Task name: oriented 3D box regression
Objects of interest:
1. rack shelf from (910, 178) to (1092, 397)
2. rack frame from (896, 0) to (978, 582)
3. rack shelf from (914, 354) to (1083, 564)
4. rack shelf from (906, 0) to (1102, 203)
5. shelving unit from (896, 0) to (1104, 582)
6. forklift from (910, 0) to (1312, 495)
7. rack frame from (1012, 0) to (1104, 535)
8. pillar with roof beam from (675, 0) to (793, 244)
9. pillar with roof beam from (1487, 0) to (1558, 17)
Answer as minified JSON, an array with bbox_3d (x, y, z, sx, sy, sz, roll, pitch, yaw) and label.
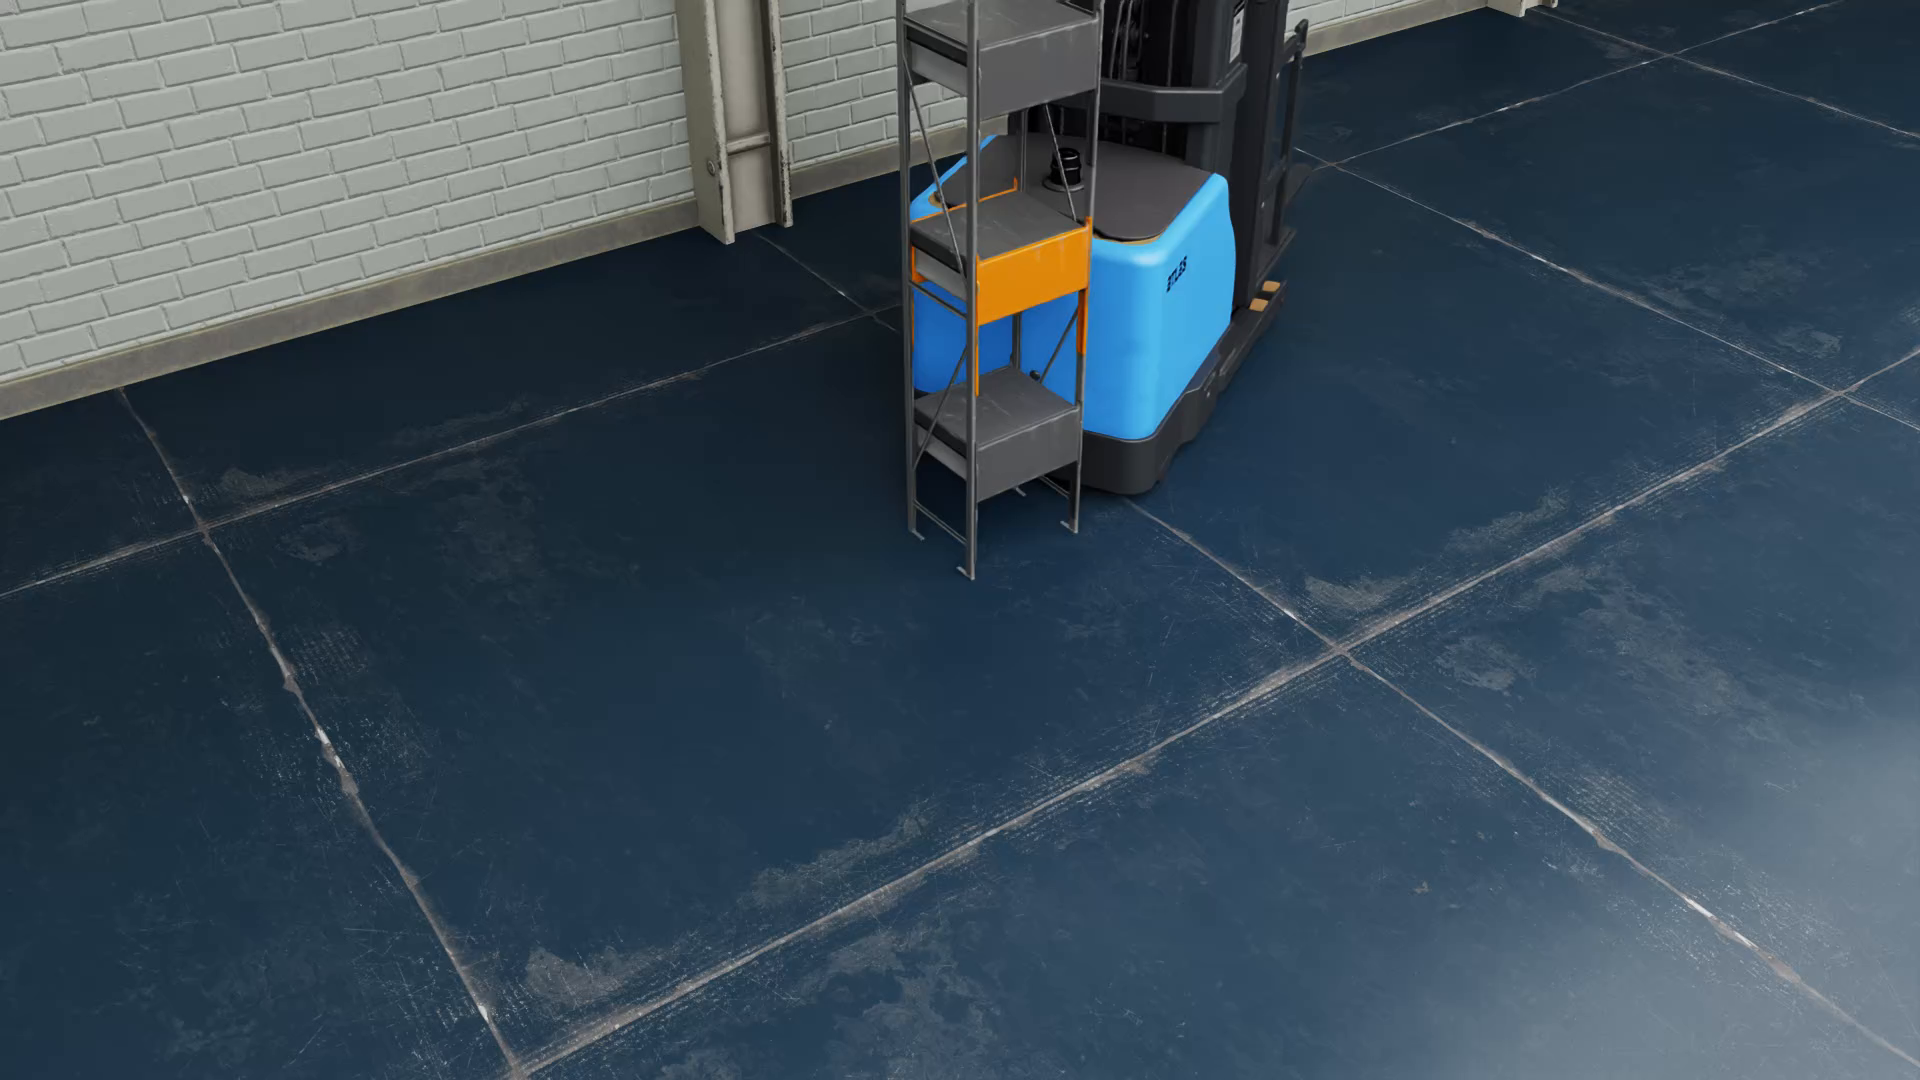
[{"bbox_3d":[0.123,-0.871,5.686,0.480,0.518,0.431,-24,42,-29],"label":"rack shelf"},{"bbox_3d":[-0.072,-0.797,5.560,0.015,2.100,0.400,-24,42,-29],"label":"rack frame"},{"bbox_3d":[0.123,-0.303,6.095,0.480,0.518,0.431,-24,42,-29],"label":"rack shelf"},{"bbox_3d":[0.123,-1.439,5.277,0.480,0.518,0.431,-24,42,-29],"label":"rack shelf"},{"bbox_3d":[0.123,-0.882,5.678,0.503,2.100,0.431,-24,42,-29],"label":"shelving unit"},{"bbox_3d":[0.862,-2.214,6.818,1.130,2.935,3.031,15,38,20],"label":"forklift"},{"bbox_3d":[0.318,-0.967,5.797,0.015,2.100,0.400,-24,42,-29],"label":"rack frame"},{"bbox_3d":[1.383,-3.213,3.010,0.400,9.000,9.100,-22,41,-28],"label":"pillar with roof beam"},{"bbox_3d":[6.287,-5.231,5.816,0.400,9.000,9.100,-22,41,-28],"label":"pillar with roof beam"}]
